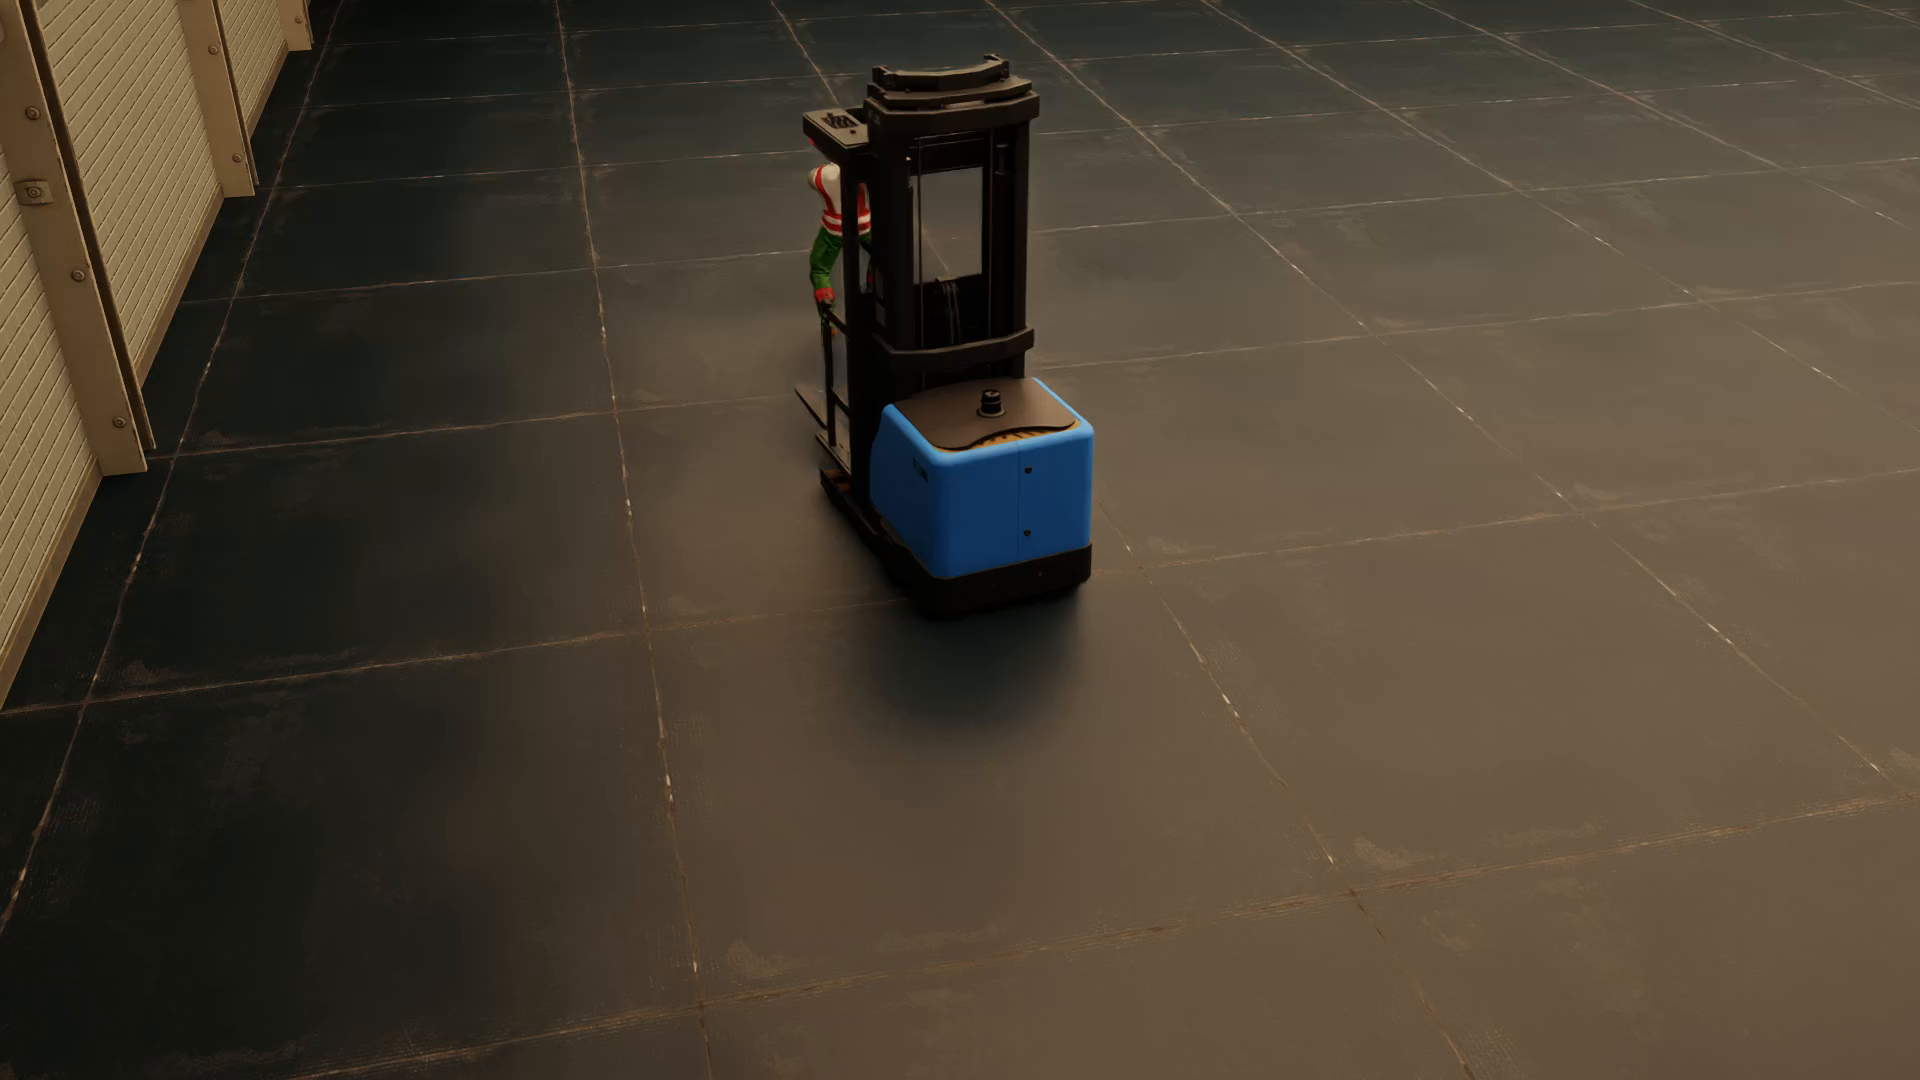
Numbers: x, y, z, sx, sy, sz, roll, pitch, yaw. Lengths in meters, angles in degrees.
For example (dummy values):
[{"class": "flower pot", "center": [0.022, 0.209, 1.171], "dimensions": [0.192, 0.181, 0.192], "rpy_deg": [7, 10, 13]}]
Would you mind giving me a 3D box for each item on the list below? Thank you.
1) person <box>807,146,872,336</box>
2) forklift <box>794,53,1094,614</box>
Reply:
[{"class": "person", "center": [-0.811, -2.539, 13.218], "dimensions": [0.838, 1.621, 0.877], "rpy_deg": [-8, 31, -13]}, {"class": "forklift", "center": [-0.274, -1.559, 10.268], "dimensions": [1.130, 2.935, 3.031], "rpy_deg": [-12, 32, -20]}]
